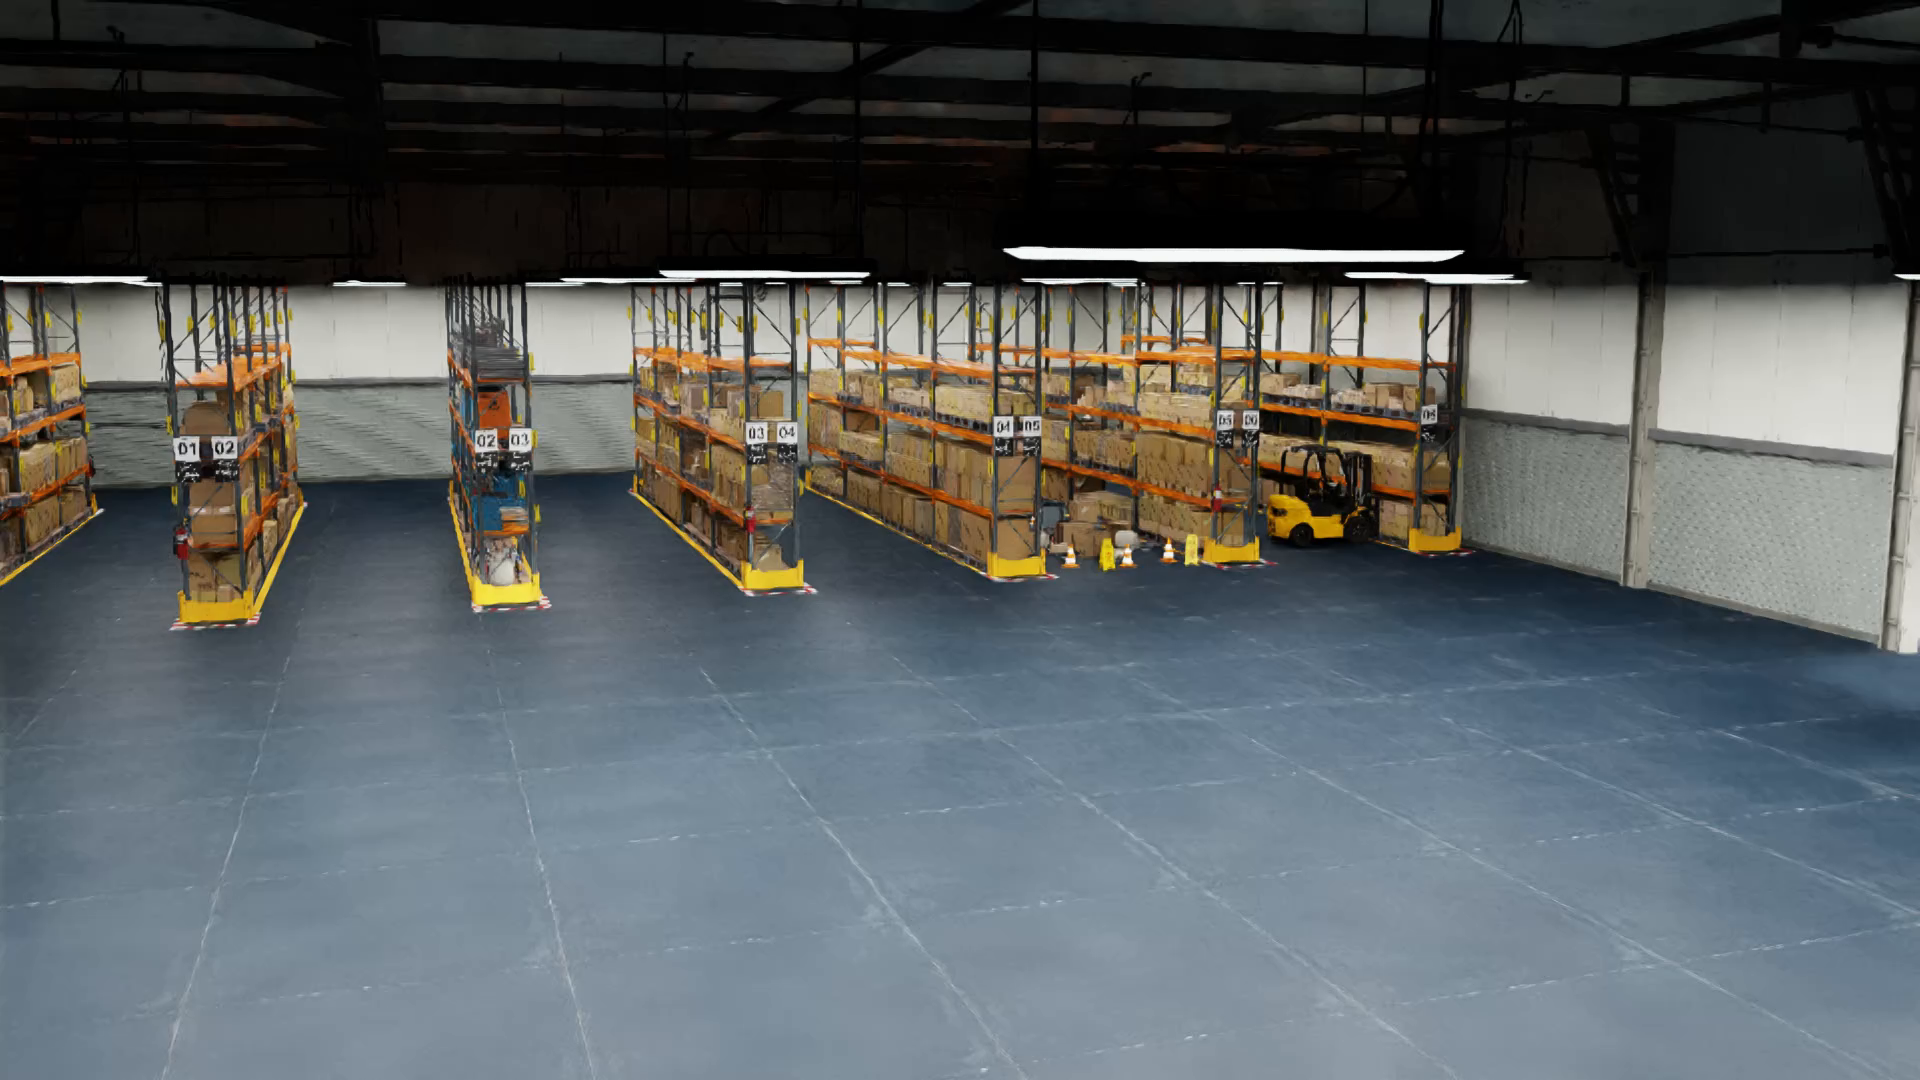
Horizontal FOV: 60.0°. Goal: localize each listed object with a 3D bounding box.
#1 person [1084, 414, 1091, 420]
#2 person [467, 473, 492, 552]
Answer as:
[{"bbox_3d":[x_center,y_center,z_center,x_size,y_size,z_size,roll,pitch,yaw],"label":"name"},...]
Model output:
[{"bbox_3d":[4.091,-3.067,52.379,0.644,1.779,0.402,7,11,39],"label":"person"},{"bbox_3d":[-10.118,-0.575,34.969,0.483,1.671,0.527,-4,10,-26],"label":"person"}]
